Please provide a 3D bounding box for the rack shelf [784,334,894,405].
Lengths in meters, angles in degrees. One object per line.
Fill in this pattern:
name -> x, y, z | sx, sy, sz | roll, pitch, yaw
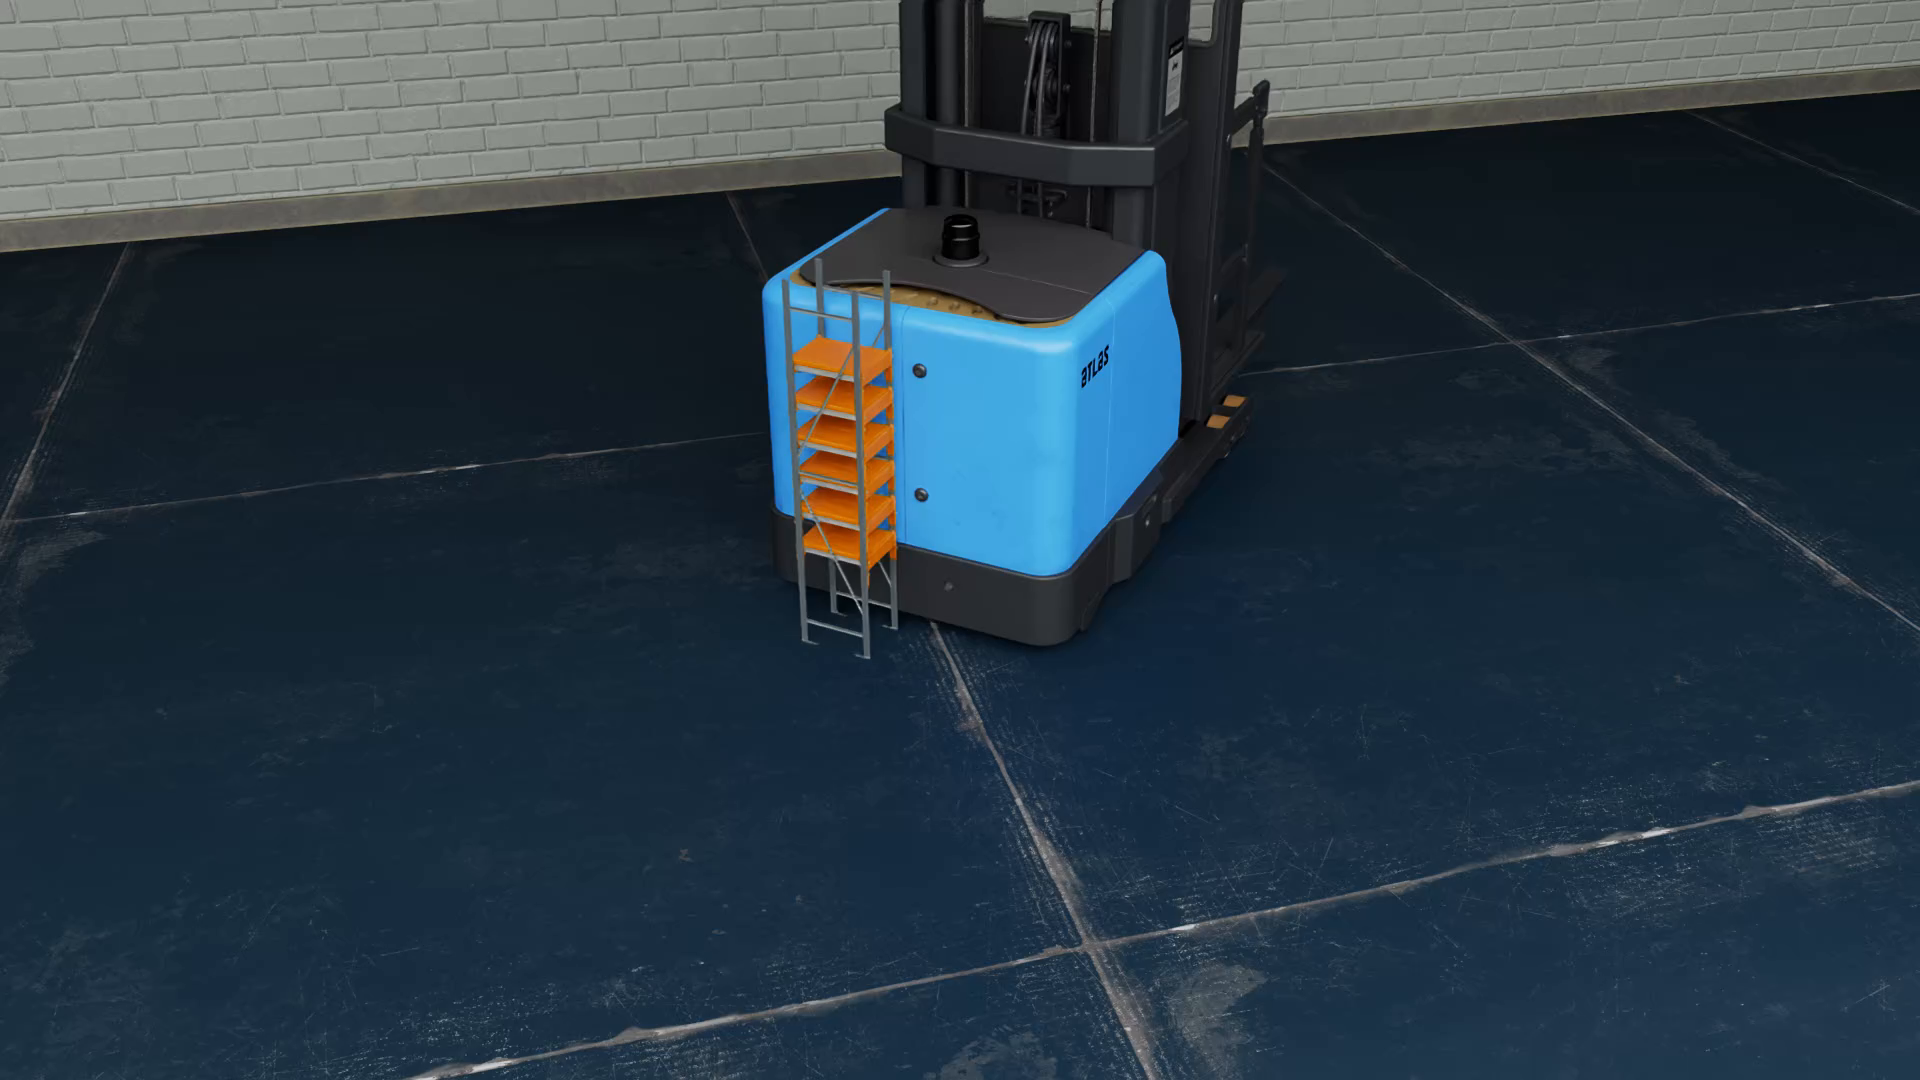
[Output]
rack shelf -> -0.345, -0.491, 4.771 | 0.258, 0.103, 0.180 | 14, 33, 22

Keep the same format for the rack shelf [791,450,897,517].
rack shelf -> -0.345, -0.179, 4.951 | 0.258, 0.103, 0.180 | 14, 33, 22

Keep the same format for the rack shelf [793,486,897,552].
rack shelf -> -0.345, -0.076, 5.011 | 0.258, 0.103, 0.180 | 14, 33, 22

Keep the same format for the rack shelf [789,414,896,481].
rack shelf -> -0.345, -0.283, 4.891 | 0.258, 0.103, 0.180 | 14, 33, 22

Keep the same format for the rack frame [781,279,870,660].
rack frame -> -0.385, -0.177, 4.857 | 0.240, 1.200, 0.006 | 14, 33, 22

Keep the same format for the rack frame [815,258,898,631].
rack frame -> -0.305, -0.259, 5.000 | 0.240, 1.200, 0.006 | 14, 33, 22

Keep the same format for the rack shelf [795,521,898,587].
rack shelf -> -0.345, 0.028, 5.071 | 0.258, 0.103, 0.180 | 14, 33, 22

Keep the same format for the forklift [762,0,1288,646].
forklift -> 0.488, -1.663, 5.697 | 1.130, 2.935, 3.031 | 14, 33, 22

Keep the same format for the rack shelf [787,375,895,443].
rack shelf -> -0.345, -0.387, 4.831 | 0.258, 0.103, 0.180 | 14, 33, 22

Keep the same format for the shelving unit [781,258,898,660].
shelving unit -> -0.345, -0.218, 4.929 | 0.258, 1.200, 0.189 | 14, 33, 22
